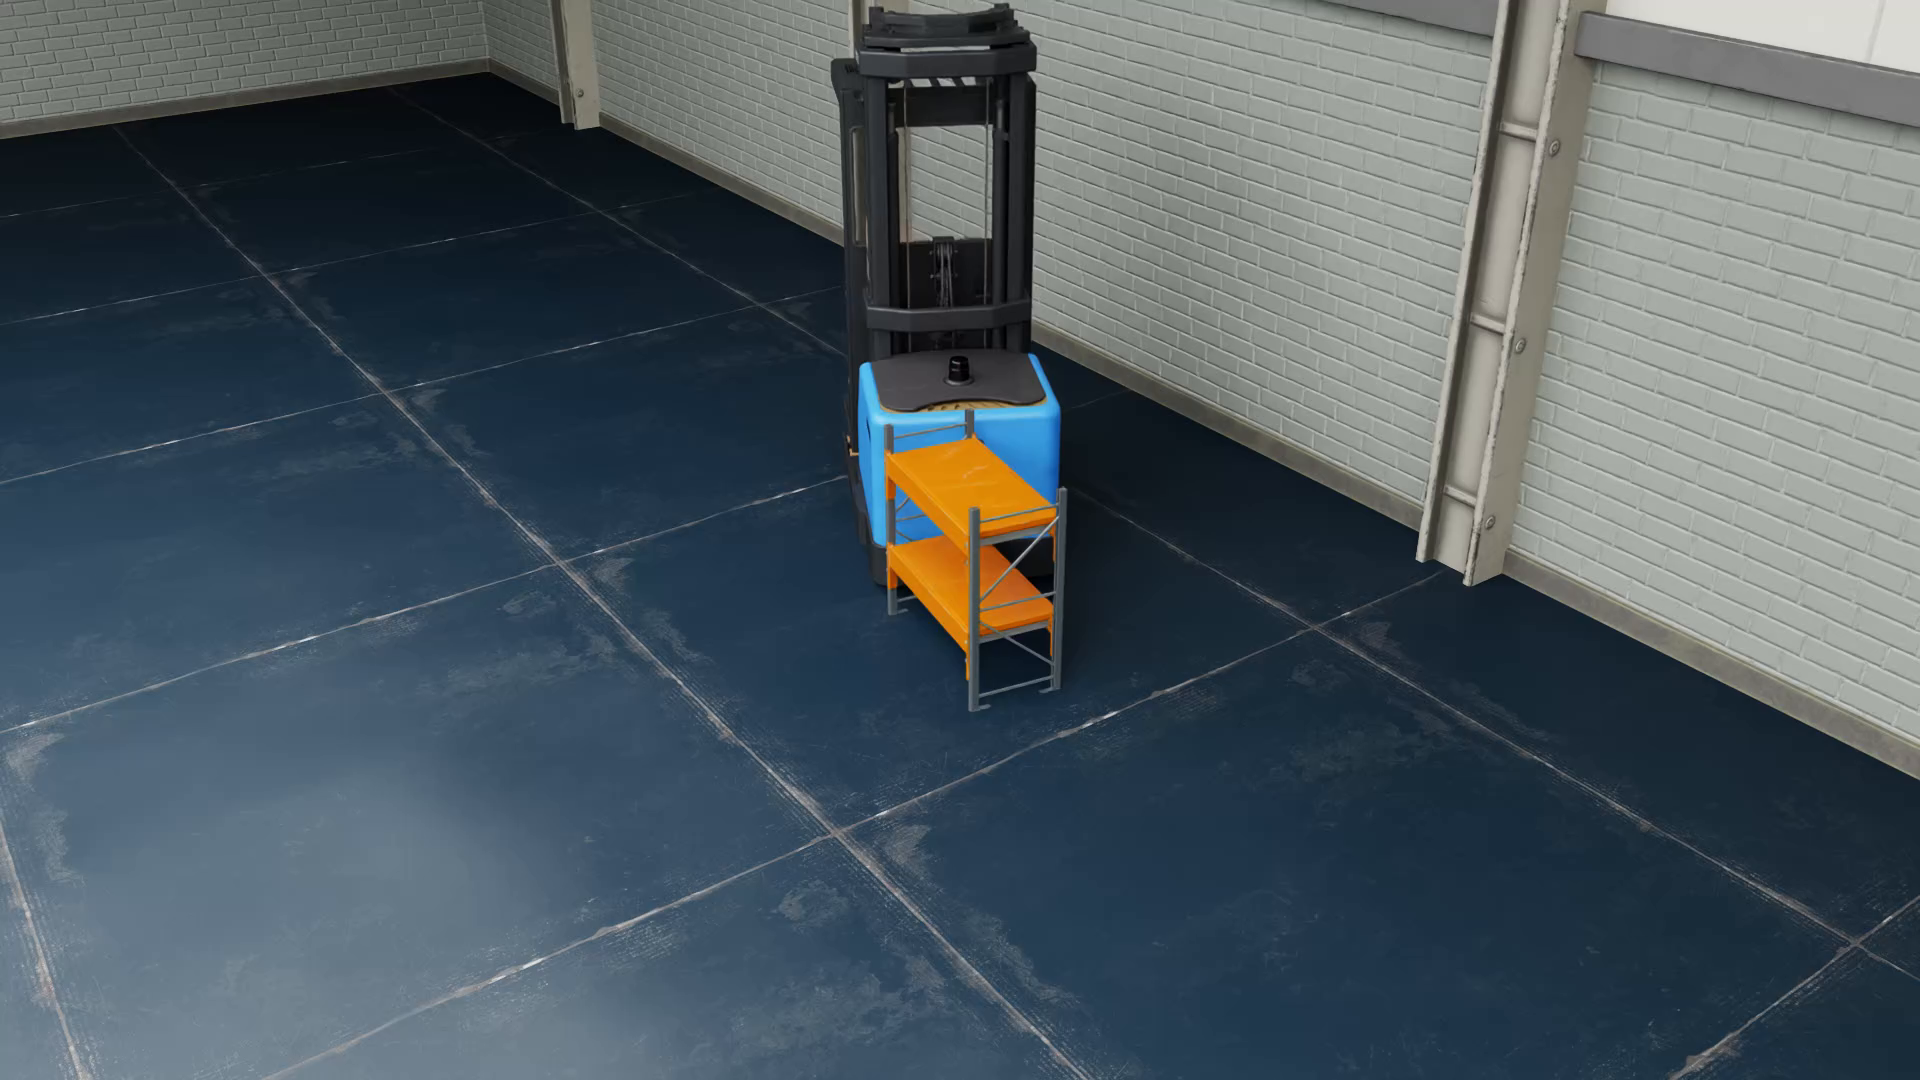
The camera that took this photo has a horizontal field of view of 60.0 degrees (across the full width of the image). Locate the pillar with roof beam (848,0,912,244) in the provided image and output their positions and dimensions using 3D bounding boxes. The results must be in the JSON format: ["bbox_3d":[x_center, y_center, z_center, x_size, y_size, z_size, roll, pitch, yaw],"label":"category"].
[{"bbox_3d":[-4.134,-4.953,9.441,9.100,9.000,0.400,-19,34,-31],"label":"pillar with roof beam"}]

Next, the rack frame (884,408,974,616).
[{"bbox_3d":[-0.157,-0.138,8.826,0.500,1.125,0.032,-13,31,-22],"label":"rack frame"}]

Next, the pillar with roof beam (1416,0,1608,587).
[{"bbox_3d":[-0.654,-2.621,5.146,9.100,9.000,0.400,-19,34,-31],"label":"pillar with roof beam"}]

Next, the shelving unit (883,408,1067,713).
[{"bbox_3d":[0.058,0.082,8.421,0.538,1.125,1.048,-13,31,-22],"label":"shelving unit"}]

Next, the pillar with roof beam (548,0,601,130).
[{"bbox_3d":[-7.614,-7.286,13.736,9.100,9.000,0.400,-19,34,-31],"label":"pillar with roof beam"}]

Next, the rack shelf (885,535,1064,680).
[{"bbox_3d":[0.058,0.296,8.538,0.538,0.278,1.000,-13,31,-22],"label":"rack shelf"}]

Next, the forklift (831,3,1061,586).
[{"bbox_3d":[-0.156,-1.714,9.835,1.130,2.935,3.031,-4,29,-7],"label":"forklift"}]

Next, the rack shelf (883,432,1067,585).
[{"bbox_3d":[0.058,-0.176,8.282,0.538,0.278,1.000,-13,31,-22],"label":"rack shelf"}]

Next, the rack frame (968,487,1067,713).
[{"bbox_3d":[0.274,0.301,8.017,0.500,1.125,0.032,-13,31,-22],"label":"rack frame"}]
